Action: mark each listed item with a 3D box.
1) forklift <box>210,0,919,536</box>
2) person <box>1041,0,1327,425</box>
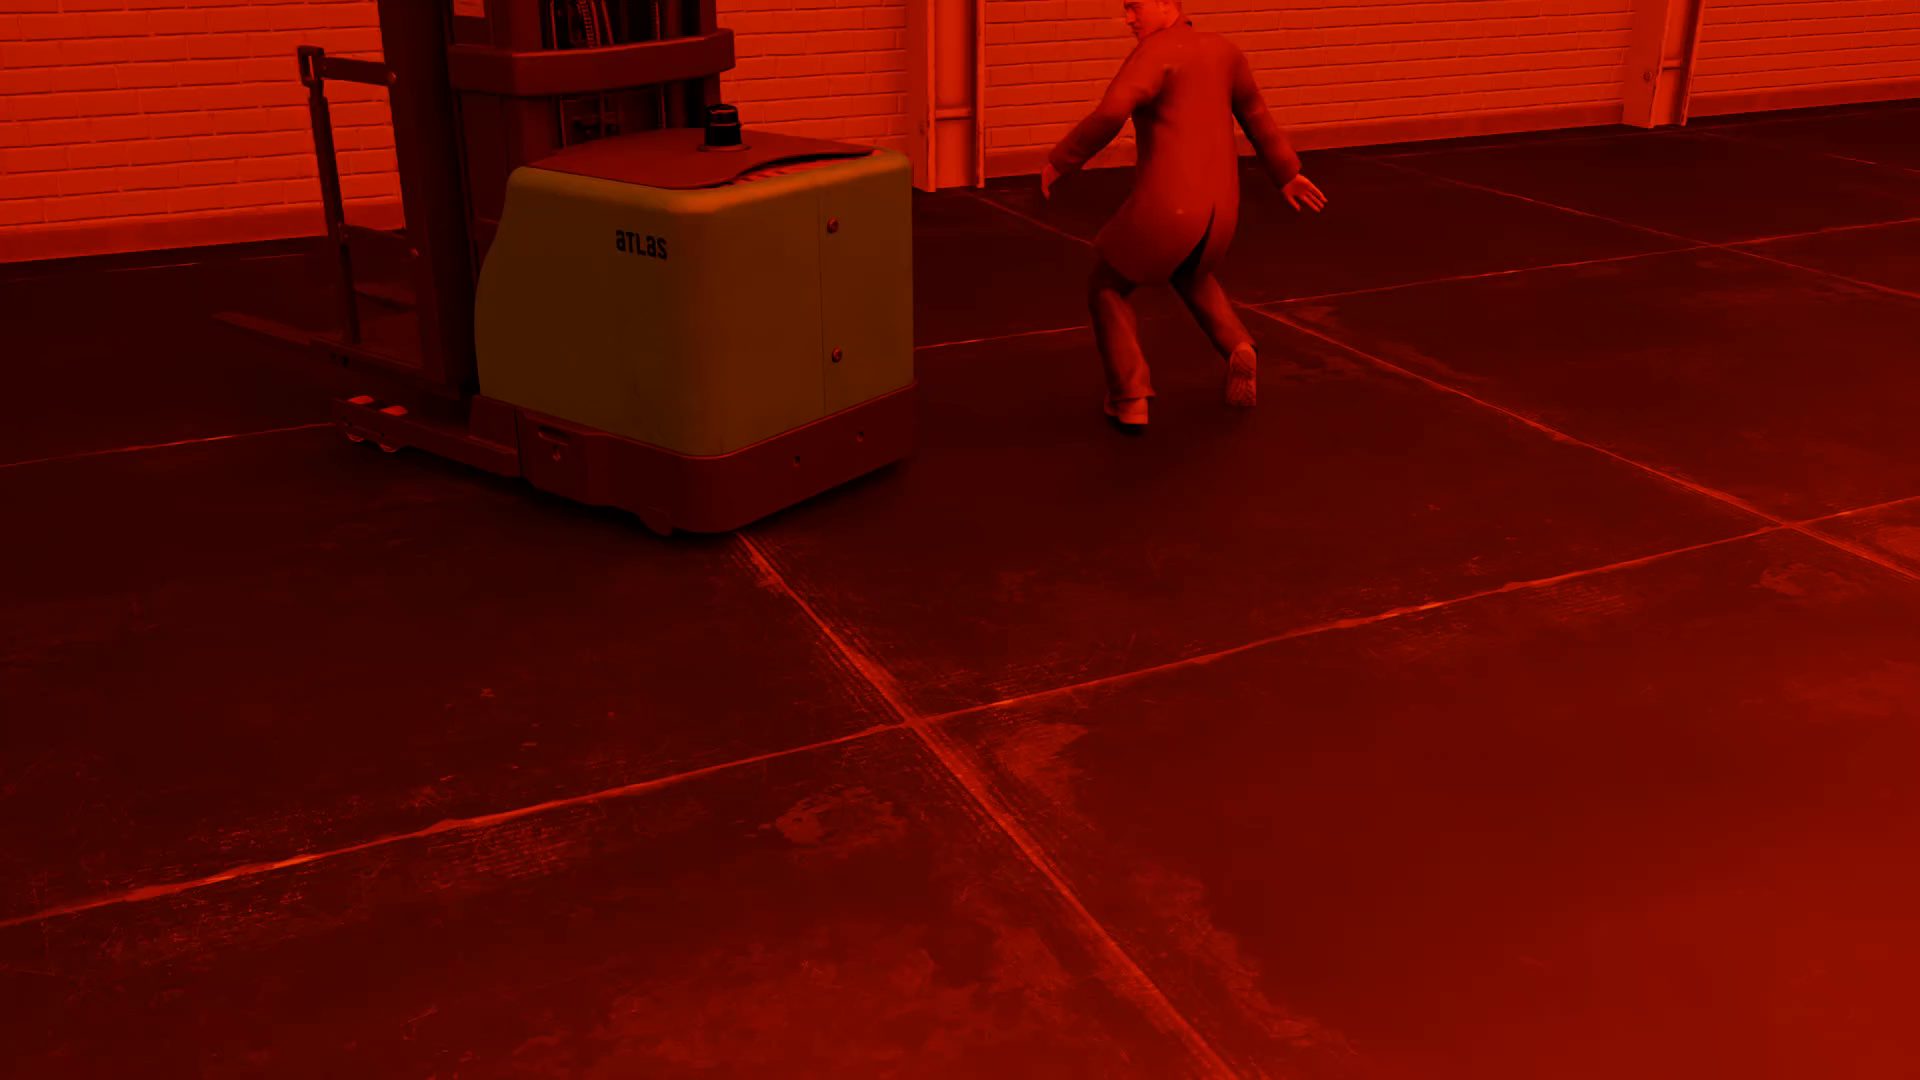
[{"bbox_3d":[-1.618,-1.772,5.635,3.031,2.867,1.129,16,28,34],"label":"forklift"},{"bbox_3d":[0.821,-1.218,6.064,1.034,1.670,0.509,-15,27,-32],"label":"person"}]
